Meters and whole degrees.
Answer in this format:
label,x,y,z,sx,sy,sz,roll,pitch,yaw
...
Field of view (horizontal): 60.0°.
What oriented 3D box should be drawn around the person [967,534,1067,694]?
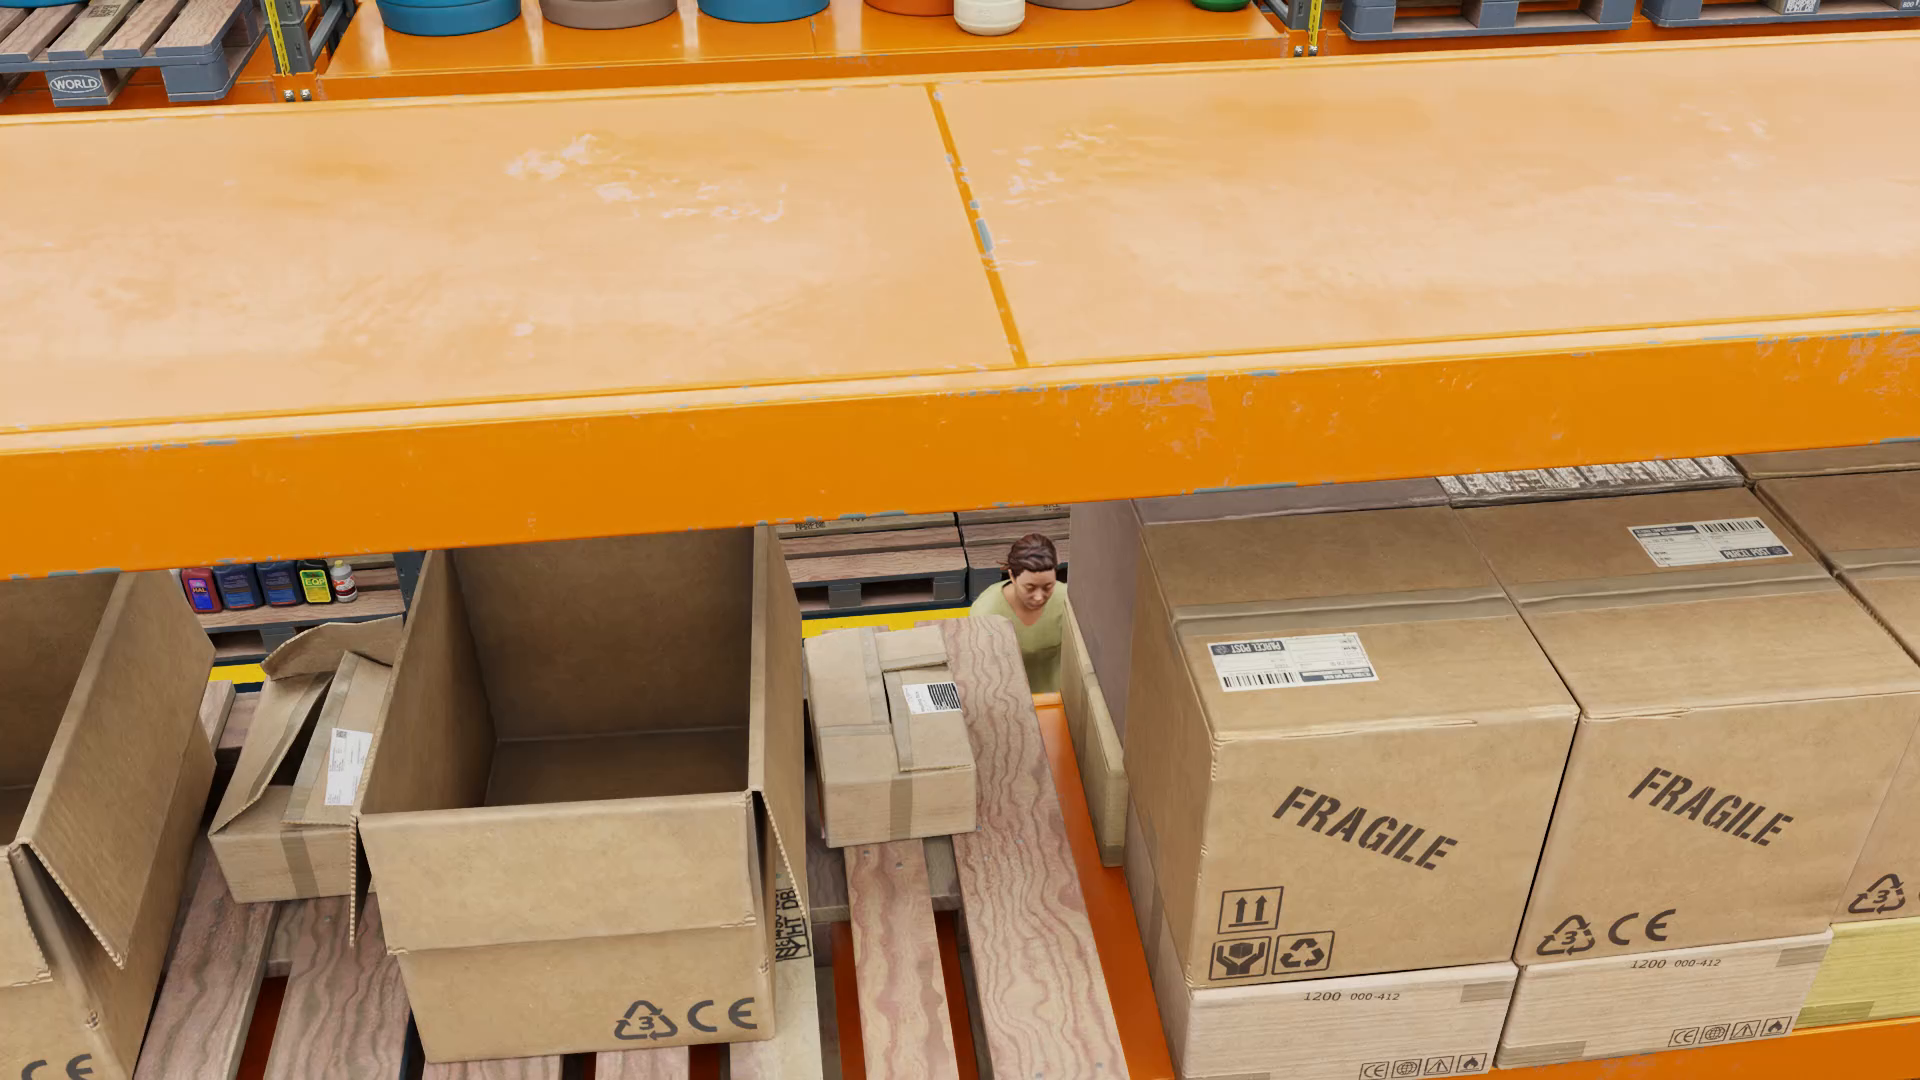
label,x,y,z,sx,sy,sz,roll,pitch,yaw
person,0.238,0.670,6.314,0.510,1.673,0.406,-5,35,-8
